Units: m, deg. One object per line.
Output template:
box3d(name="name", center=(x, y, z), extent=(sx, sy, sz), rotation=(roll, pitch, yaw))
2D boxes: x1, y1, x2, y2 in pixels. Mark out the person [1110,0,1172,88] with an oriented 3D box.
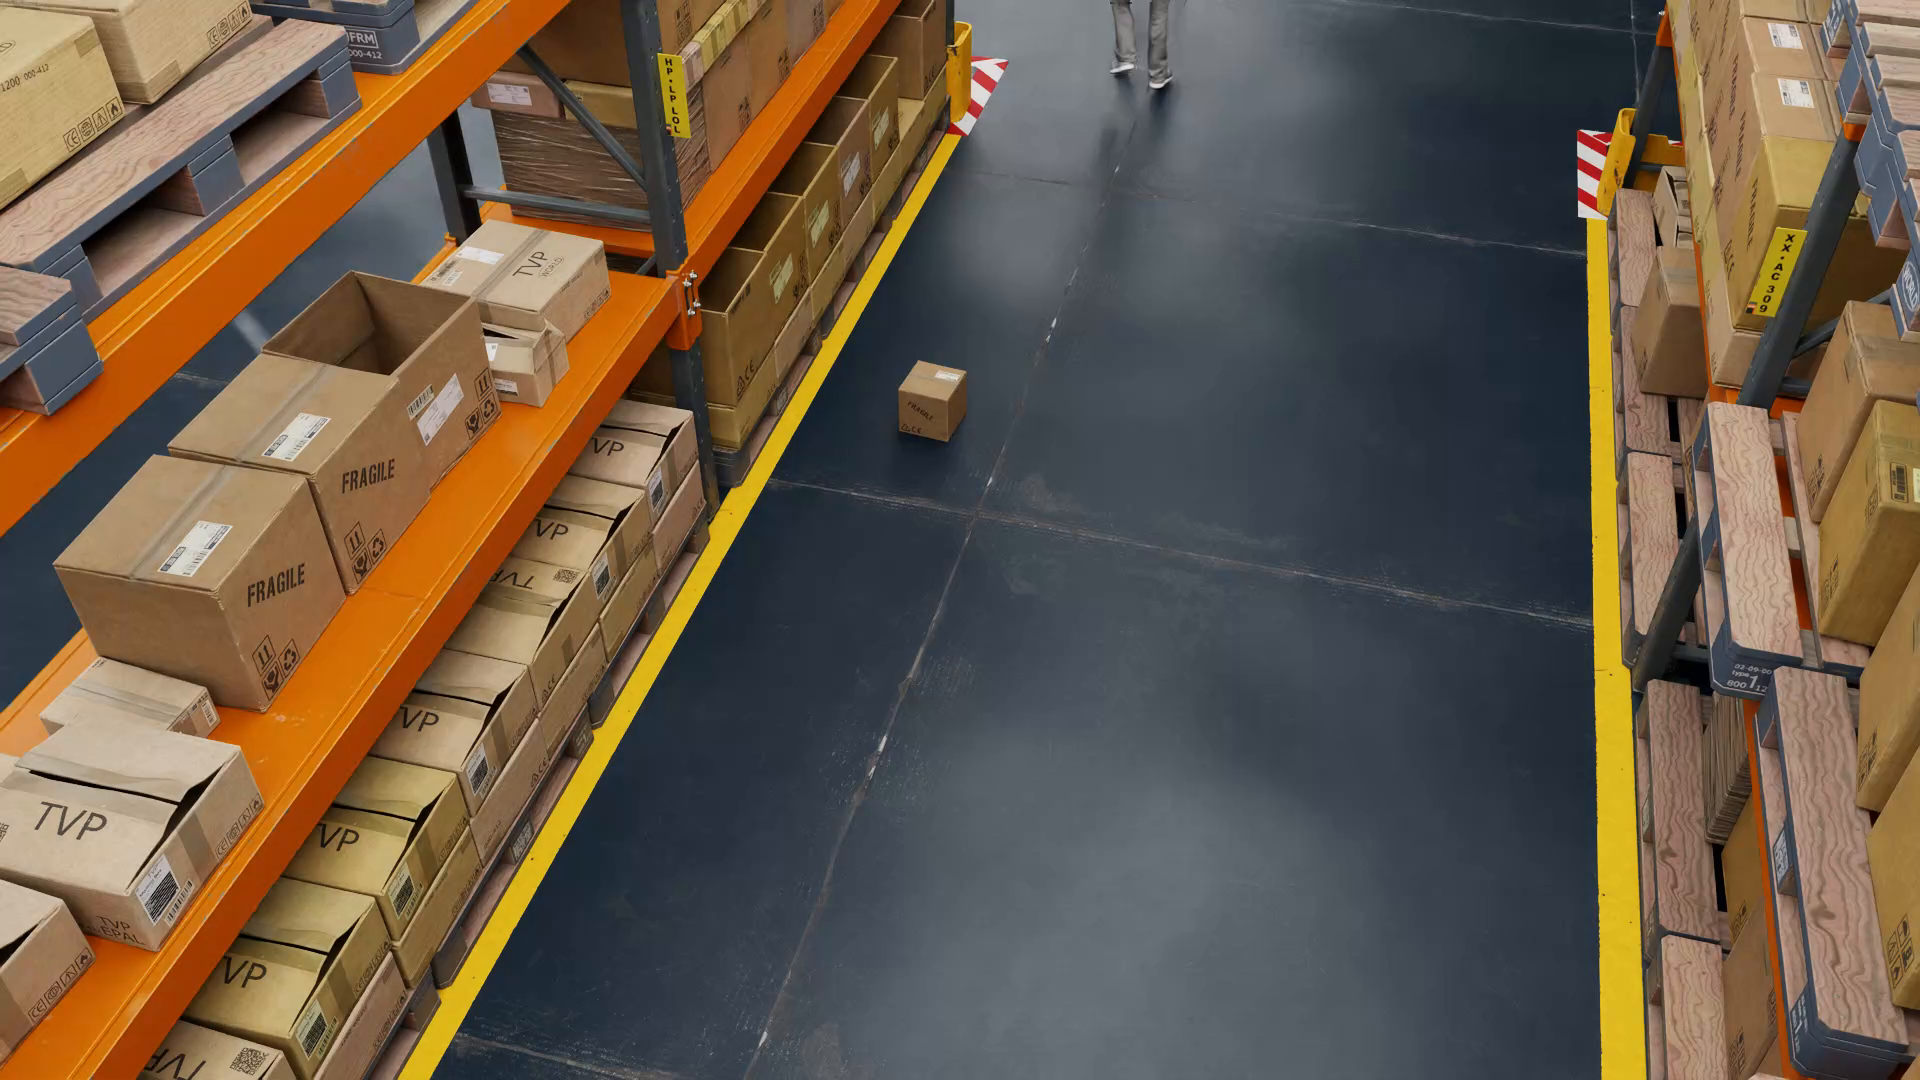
box3d(name="person", center=(1.127, -3.568, 10.186), extent=(0.474, 1.639, 0.480), rotation=(-5, 42, -5))
